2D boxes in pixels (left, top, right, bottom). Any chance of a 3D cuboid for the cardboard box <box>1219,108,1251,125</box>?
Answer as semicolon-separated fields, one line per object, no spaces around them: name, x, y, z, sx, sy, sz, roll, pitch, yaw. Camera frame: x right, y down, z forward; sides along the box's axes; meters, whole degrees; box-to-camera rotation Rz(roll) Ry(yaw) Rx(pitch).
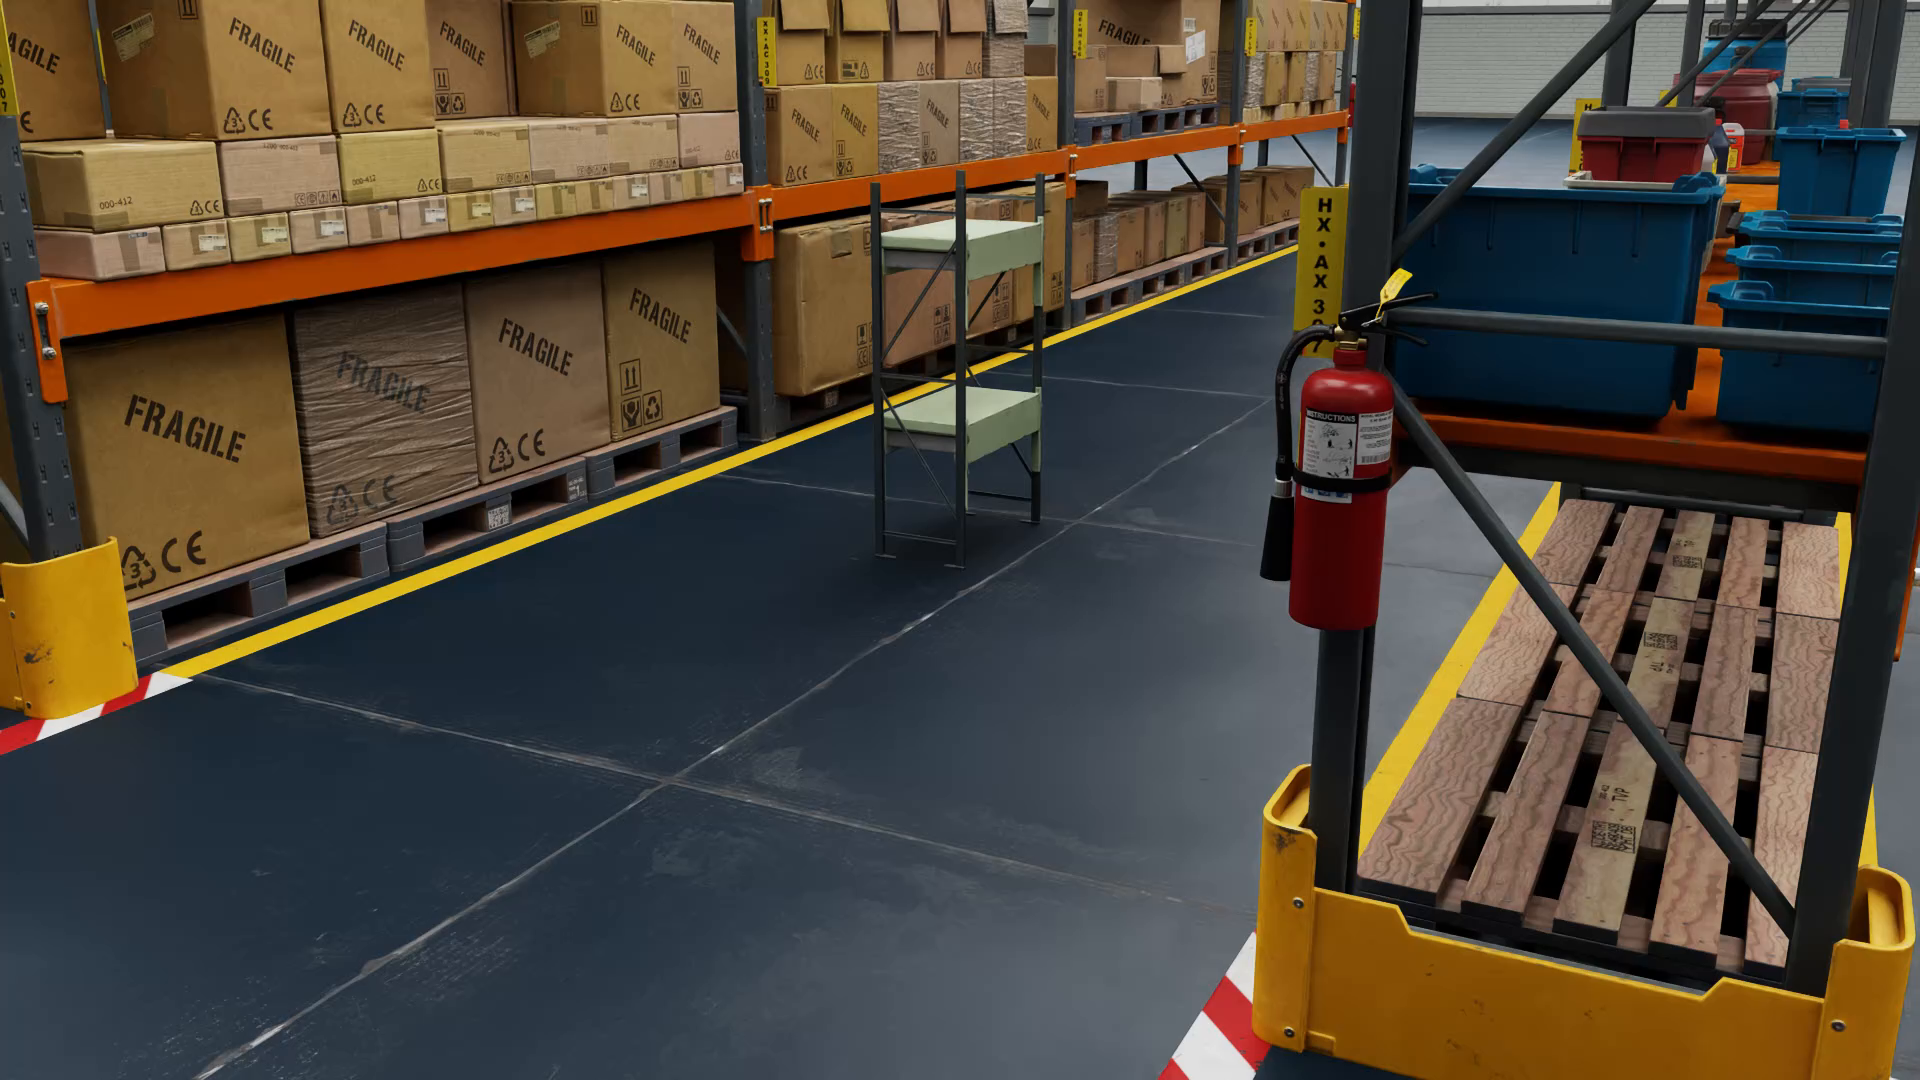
cardboard box;2.492;-3.951;15.500;0.380;0.149;0.250;8;18;25

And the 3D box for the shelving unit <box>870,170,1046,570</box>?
shelving unit;0.003;-0.721;6.817;0.431;1.500;0.755;8;18;25

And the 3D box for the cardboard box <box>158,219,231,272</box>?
cardboard box;-2.668;-0.992;5.537;0.380;0.149;0.250;8;18;25

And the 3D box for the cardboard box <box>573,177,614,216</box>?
cardboard box;-1.751;-1.515;7.299;0.380;0.149;0.250;8;19;26

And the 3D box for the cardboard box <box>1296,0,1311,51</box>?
cardboard box;3.215;-5.191;16.778;0.500;0.500;0.500;8;18;25

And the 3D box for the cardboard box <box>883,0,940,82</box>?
cardboard box;-0.589;-3.044;10.066;0.797;0.503;0.637;9;19;27

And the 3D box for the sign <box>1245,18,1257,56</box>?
sign;2.625;-4.540;15.009;0.100;0.325;0.005;8;18;25

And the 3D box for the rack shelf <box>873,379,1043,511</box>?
rack shelf;0.003;-0.408;6.909;0.431;0.370;0.720;8;18;25

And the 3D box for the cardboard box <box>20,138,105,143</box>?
cardboard box;-3.256;-1.226;5.626;0.500;0.250;0.500;8;18;24

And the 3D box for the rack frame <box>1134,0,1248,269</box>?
rack frame;2.127;-4.055;15.409;1.000;3.000;0.127;8;18;25

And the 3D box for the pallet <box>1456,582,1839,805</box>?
pallet;2.145;0.454;5.126;1.003;0.211;1.213;8;18;25

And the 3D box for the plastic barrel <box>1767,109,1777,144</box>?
plastic barrel;5.829;-3.041;12.237;0.301;0.262;0.301;0;17;0

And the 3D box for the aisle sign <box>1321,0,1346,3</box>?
aisle sign;4.210;-6.298;18.394;0.394;0.787;0.004;8;18;25

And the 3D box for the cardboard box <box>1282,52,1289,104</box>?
cardboard box;2.771;-4.615;16.597;0.875;0.500;0.500;8;18;25

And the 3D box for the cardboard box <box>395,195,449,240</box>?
cardboard box;-2.209;-1.254;6.420;0.380;0.149;0.250;8;18;25

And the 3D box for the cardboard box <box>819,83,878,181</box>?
cardboard box;-0.795;-2.279;9.253;0.500;0.500;0.500;8;18;25

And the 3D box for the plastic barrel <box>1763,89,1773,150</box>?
plastic barrel;5.039;-2.749;10.815;0.421;0.512;0.421;0;17;0

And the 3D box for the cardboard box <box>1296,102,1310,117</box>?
cardboard box;3.395;-4.459;17.211;0.380;0.149;0.250;8;18;25

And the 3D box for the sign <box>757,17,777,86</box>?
sign;-0.951;-2.400;8.177;0.100;0.325;0.005;8;18;25

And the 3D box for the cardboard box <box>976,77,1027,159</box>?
cardboard box;0.112;-2.801;11.010;0.500;0.500;0.500;8;18;25

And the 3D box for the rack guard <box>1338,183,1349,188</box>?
rack guard;3.880;-3.856;19.130;1.175;0.500;0.348;8;18;25

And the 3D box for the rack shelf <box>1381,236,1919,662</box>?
rack shelf;2.089;-0.533;4.814;1.077;0.370;4.000;8;18;25

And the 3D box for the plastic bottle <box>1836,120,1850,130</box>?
plastic bottle;4.352;-1.899;8.235;0.144;0.351;0.185;8;18;25

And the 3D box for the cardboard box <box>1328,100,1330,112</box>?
cardboard box;3.859;-4.791;18.328;0.380;0.149;0.250;8;18;25

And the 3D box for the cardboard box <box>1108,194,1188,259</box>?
cardboard box;1.603;-2.795;14.784;0.700;0.500;0.500;8;18;25

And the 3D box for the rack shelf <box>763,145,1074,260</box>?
rack shelf;-0.554;-2.182;10.366;1.077;0.370;4.000;8;18;25

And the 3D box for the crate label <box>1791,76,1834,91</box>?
crate label;7.765;-3.958;15.018;0.502;0.435;0.616;8;18;25

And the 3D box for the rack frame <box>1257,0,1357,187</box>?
rack frame;3.914;-5.074;18.839;1.000;3.000;0.127;8;18;25

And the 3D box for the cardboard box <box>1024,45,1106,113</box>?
cardboard box;0.705;-3.583;12.906;0.700;0.500;0.500;11;20;33

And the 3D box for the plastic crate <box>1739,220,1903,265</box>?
plastic crate;2.189;-0.673;4.211;0.416;0.233;0.300;8;18;25

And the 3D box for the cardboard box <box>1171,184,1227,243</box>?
cardboard box;2.341;-3.155;16.031;0.500;0.500;0.500;7;18;24

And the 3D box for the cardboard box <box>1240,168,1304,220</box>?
cardboard box;3.384;-3.763;18.080;0.500;0.500;0.500;14;22;40

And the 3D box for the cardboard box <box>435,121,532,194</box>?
cardboard box;-2.097;-1.551;6.720;0.500;0.250;0.500;8;18;24

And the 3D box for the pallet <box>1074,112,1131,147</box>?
pallet;0.562;-3.139;12.662;1.213;0.211;1.003;8;18;25

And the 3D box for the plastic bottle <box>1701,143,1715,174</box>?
plastic bottle;3.230;-1.621;7.300;0.144;0.351;0.185;8;18;25

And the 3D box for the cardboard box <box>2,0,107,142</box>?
cardboard box;-3.253;-1.586;5.520;0.500;0.500;0.500;8;18;26

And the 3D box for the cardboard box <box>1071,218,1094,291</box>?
cardboard box;0.621;-2.222;12.855;0.700;0.500;0.500;7;18;22

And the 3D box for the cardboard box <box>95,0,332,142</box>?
cardboard box;-2.556;-1.644;5.715;0.500;0.500;0.500;8;18;24

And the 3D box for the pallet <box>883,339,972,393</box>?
pallet;-0.627;-1.199;10.689;1.003;0.211;1.213;8;18;25

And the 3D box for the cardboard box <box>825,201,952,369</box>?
cardboard box;-0.781;-1.593;10.115;1.225;0.875;0.875;7;18;23

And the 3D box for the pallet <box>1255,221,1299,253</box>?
pallet;2.939;-3.206;17.447;1.003;0.211;1.213;8;18;25

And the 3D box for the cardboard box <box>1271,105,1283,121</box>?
cardboard box;2.954;-4.204;16.350;0.380;0.149;0.250;8;18;25

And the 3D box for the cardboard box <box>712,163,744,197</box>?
cardboard box;-1.291;-1.778;8.182;0.380;0.149;0.250;8;18;26

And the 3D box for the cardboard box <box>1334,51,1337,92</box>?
cardboard box;3.644;-5.128;18.323;0.875;0.500;0.500;8;18;25

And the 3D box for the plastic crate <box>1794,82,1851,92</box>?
plastic crate;5.766;-2.809;11.102;0.402;0.464;0.583;8;18;25

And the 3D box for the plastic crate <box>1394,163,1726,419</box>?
plastic crate;1.178;-0.523;3.350;0.616;0.435;0.499;8;18;25

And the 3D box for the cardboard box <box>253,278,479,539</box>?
cardboard box;-2.614;-0.586;6.724;0.875;0.875;0.875;8;18;25

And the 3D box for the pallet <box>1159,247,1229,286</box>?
pallet;1.780;-2.520;15.137;1.003;0.211;1.213;8;18;25

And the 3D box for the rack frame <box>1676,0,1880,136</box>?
rack frame;4.770;-2.406;9.857;1.000;3.000;0.127;8;18;25
